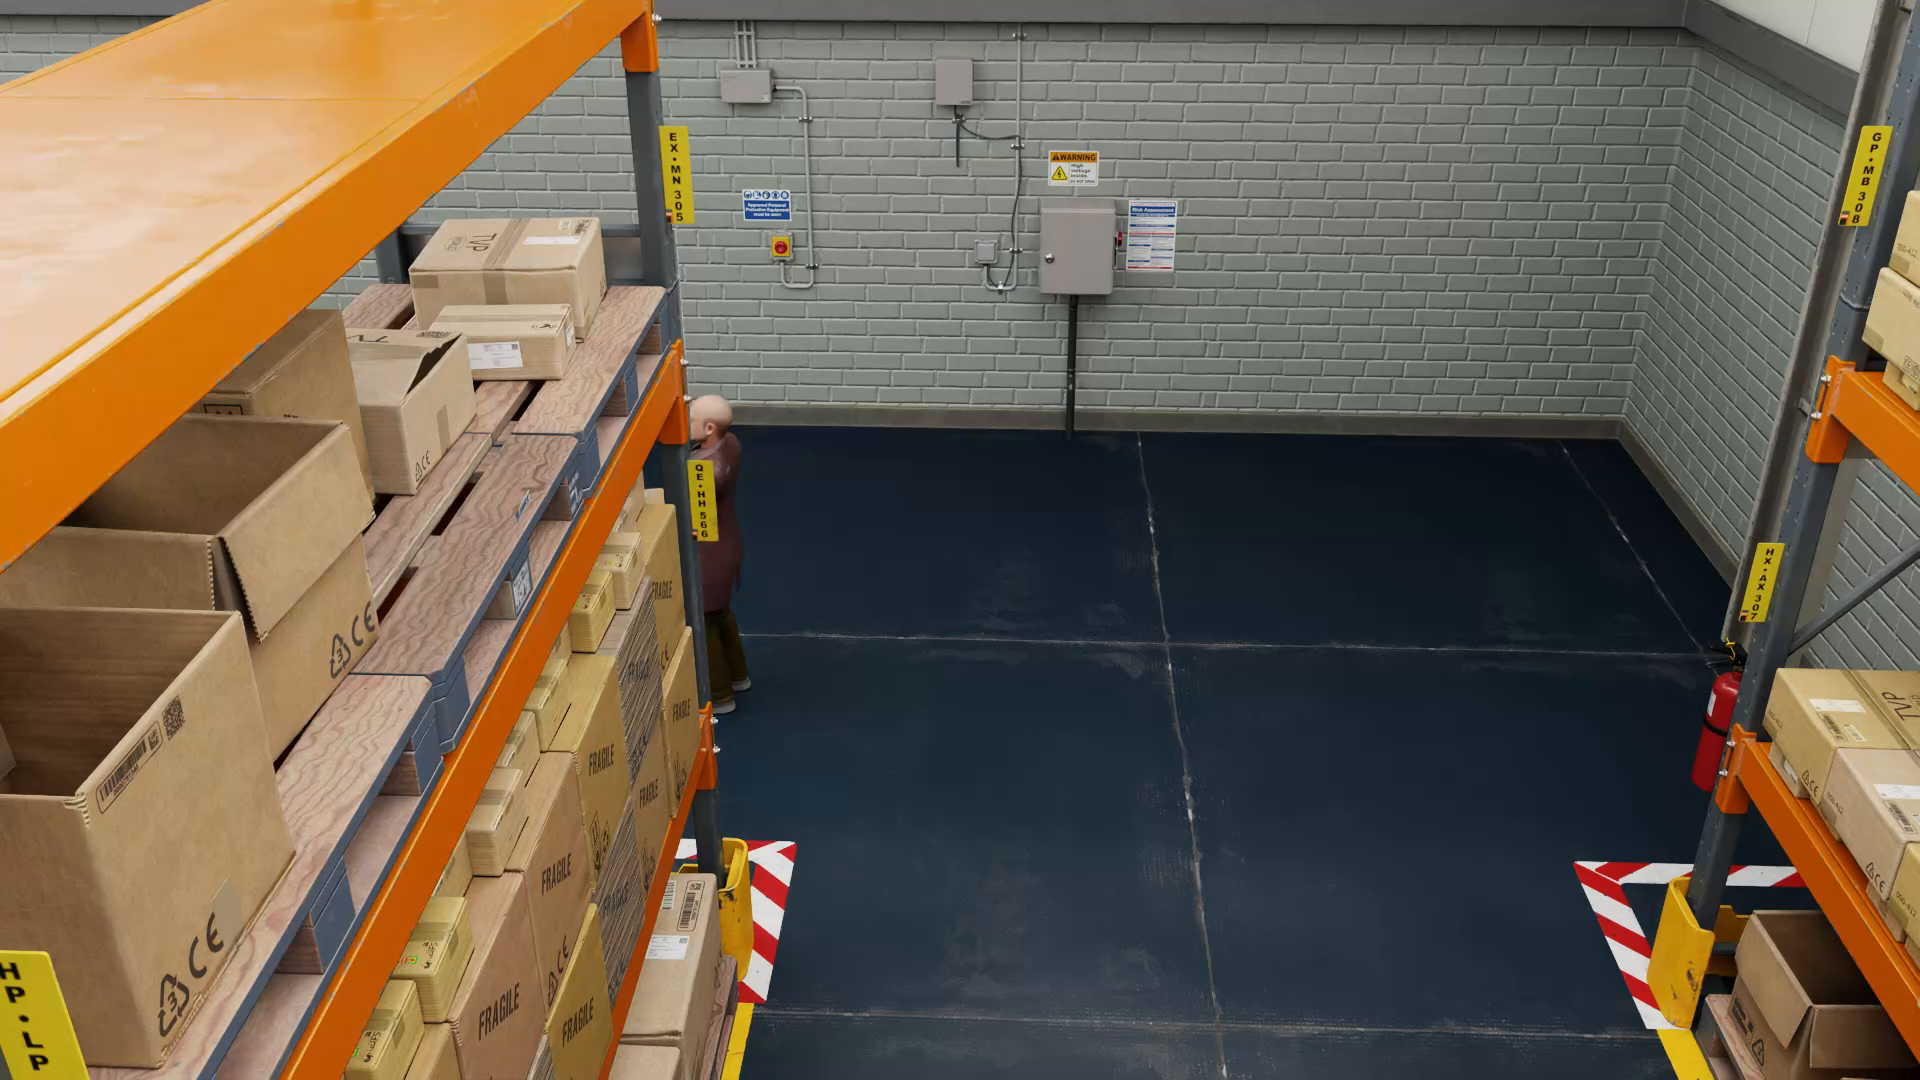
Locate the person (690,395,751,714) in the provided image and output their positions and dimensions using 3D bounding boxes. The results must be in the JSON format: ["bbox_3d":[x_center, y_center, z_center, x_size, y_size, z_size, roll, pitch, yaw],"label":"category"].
[{"bbox_3d":[-1.380,0.075,8.500,0.554,1.771,0.529,2,28,3],"label":"person"}]
